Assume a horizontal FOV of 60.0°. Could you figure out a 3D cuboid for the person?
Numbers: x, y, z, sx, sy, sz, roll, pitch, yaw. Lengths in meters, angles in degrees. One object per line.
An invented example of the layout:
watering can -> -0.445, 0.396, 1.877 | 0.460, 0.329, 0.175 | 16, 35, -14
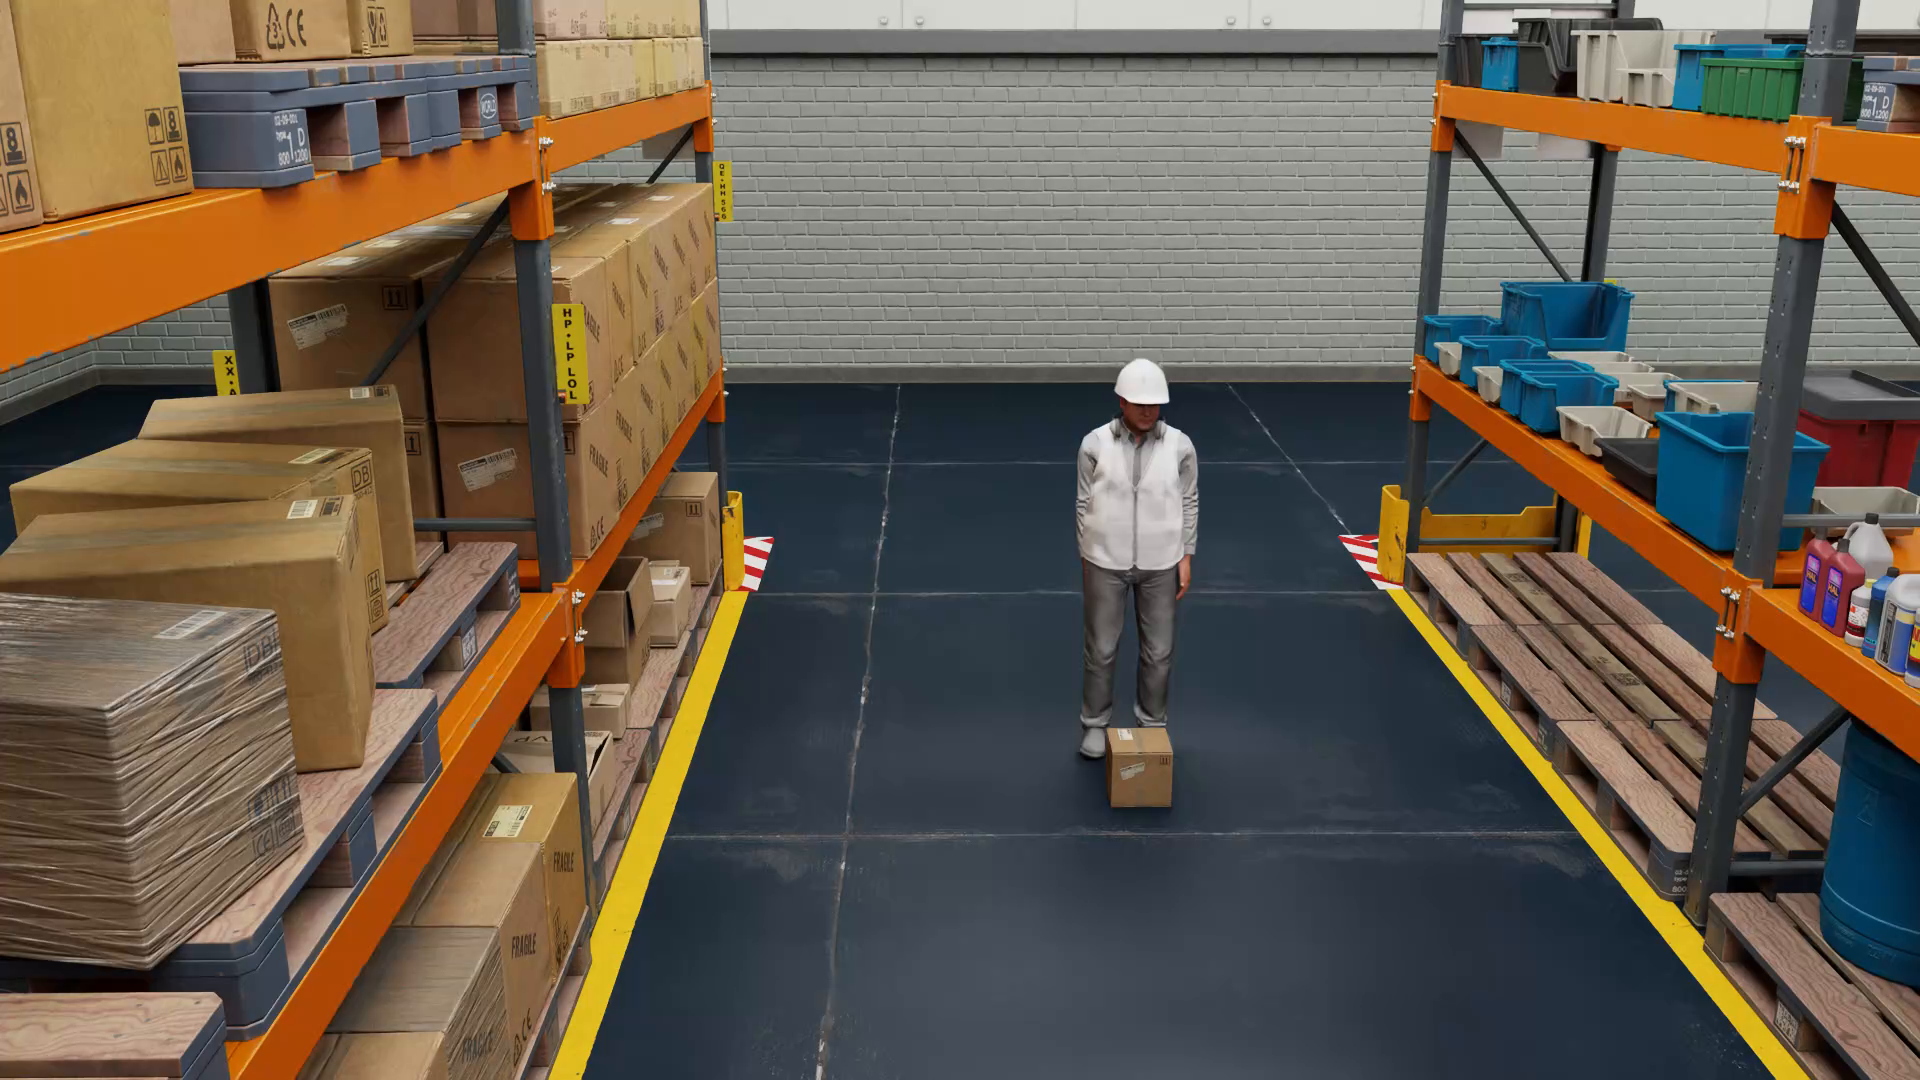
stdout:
person -> 0.765, 0.089, 7.226 | 0.533, 1.766, 0.357 | 0, 17, 1
